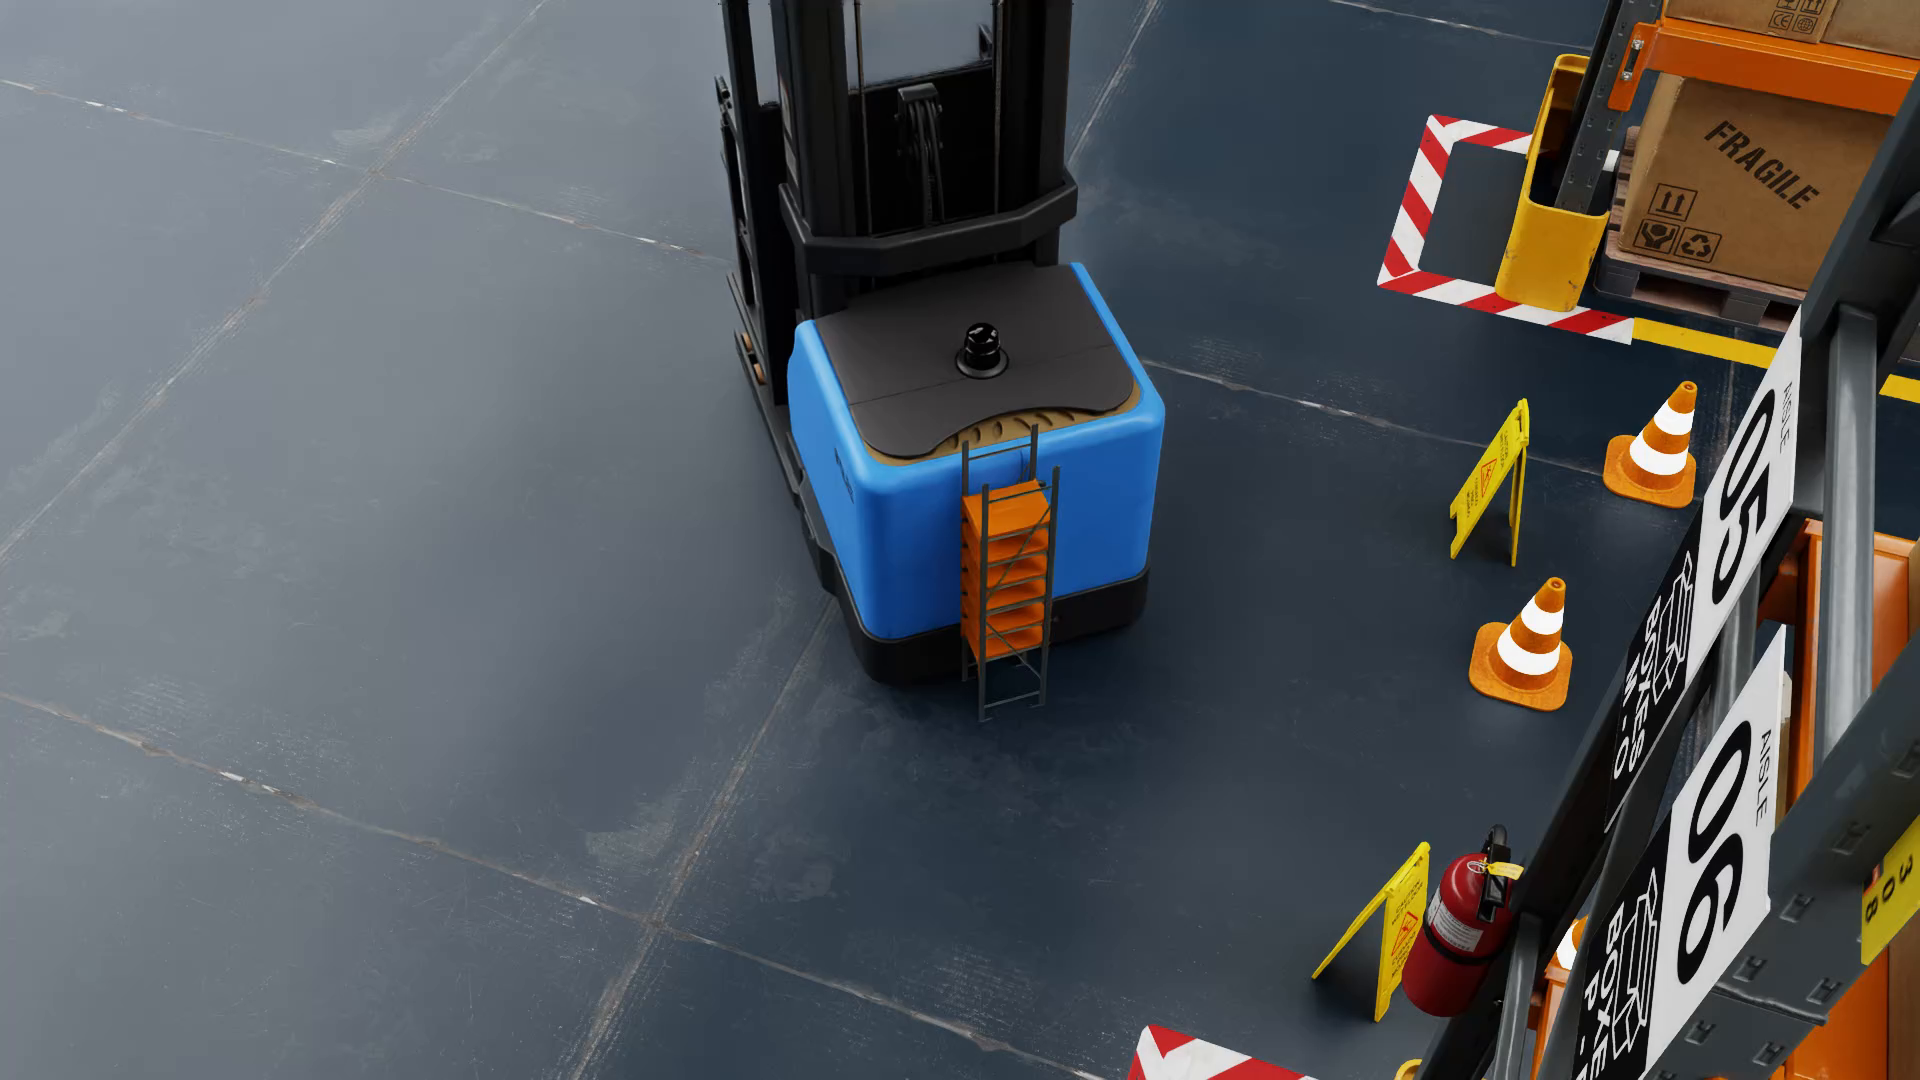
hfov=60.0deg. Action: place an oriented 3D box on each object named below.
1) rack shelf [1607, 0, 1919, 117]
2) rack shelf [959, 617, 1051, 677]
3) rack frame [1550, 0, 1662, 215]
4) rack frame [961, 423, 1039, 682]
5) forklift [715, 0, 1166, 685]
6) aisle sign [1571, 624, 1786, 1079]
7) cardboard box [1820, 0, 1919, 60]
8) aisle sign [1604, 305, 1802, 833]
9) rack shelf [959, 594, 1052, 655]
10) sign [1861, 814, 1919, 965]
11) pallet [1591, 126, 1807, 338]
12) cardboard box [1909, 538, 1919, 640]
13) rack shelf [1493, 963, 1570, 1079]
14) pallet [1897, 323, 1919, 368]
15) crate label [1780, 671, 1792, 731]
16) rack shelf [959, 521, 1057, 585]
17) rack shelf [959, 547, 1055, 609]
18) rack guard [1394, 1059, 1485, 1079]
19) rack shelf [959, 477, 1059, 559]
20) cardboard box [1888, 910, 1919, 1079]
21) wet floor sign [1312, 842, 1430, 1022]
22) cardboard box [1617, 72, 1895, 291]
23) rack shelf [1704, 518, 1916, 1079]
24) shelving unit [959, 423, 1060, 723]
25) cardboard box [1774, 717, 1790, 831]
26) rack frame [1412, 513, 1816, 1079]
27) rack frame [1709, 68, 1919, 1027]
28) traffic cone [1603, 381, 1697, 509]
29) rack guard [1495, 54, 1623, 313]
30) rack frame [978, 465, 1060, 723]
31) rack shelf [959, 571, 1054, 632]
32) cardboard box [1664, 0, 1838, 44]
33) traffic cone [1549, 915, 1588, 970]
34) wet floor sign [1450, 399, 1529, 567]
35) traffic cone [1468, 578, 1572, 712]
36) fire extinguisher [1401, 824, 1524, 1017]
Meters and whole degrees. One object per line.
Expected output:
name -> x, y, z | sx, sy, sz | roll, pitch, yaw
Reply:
rack shelf -> 4.555, -1.632, 6.155 | 4.000, 0.370, 1.077 | 16, 51, 13
rack shelf -> 0.149, 0.326, 5.550 | 0.258, 0.103, 0.180 | -14, 51, -12
rack frame -> 2.678, -2.391, 6.338 | 0.127, 3.000, 1.000 | 16, 51, 13
rack frame -> 0.120, 0.074, 5.392 | 0.240, 1.200, 0.006 | -14, 51, -12
forklift -> -0.283, -1.603, 5.700 | 1.130, 2.935, 3.031 | -14, 51, -12
aisle sign -> 0.892, 0.496, 2.115 | 0.004, 0.787, 0.394 | 16, 51, 13
cardboard box -> 3.566, -2.247, 6.113 | 0.550, 0.550, 0.875 | 16, 51, 13
aisle sign -> 1.100, 0.071, 2.483 | 0.004, 0.787, 0.394 | 16, 51, 13
rack shelf -> 0.149, 0.247, 5.460 | 0.258, 0.103, 0.180 | -14, 51, -12
sign -> 0.870, 0.260, 1.476 | 0.005, 0.325, 0.100 | 16, 51, 13
pallet -> 3.456, -1.324, 7.258 | 1.213, 0.211, 1.003 | 16, 51, 13
cardboard box -> 1.489, 0.139, 2.326 | 0.250, 0.149, 0.380 | 16, 51, 13
rack shelf -> 2.934, 1.903, 3.091 | 4.000, 0.370, 1.077 | 16, 51, 13
pallet -> 4.596, -1.003, 6.980 | 1.213, 0.211, 1.003 | 16, 51, 13
crate label -> 2.733, 0.566, 5.669 | 0.298, 0.136, 0.250 | -7, 49, -6
rack shelf -> 0.149, 0.011, 5.188 | 0.258, 0.103, 0.180 | -14, 51, -12
rack shelf -> 0.149, 0.090, 5.278 | 0.258, 0.103, 0.180 | -14, 51, -12
rack guard -> 1.129, 1.983, 4.201 | 0.348, 0.500, 1.175 | 16, 51, 13
rack shelf -> 0.149, -0.067, 5.097 | 0.258, 0.103, 0.180 | -14, 51, -12
cardboard box -> 1.256, 0.561, 1.960 | 0.250, 0.149, 0.380 | 16, 51, 13
wet floor sign -> 1.250, 1.107, 4.864 | 0.232, 0.644, 0.267 | 33, 57, 25
cardboard box -> 3.337, -1.702, 6.868 | 0.875, 0.875, 0.875 | 16, 51, 13
rack shelf -> 2.934, 0.921, 1.958 | 4.000, 0.370, 1.077 | 16, 51, 13
shelving unit -> 0.149, 0.139, 5.335 | 0.258, 1.200, 0.189 | -14, 51, -12
cardboard box -> 1.613, 0.665, 2.764 | 0.500, 0.500, 0.700 | 14, 51, 12
rack frame -> 1.058, 1.144, 3.274 | 0.127, 3.000, 1.000 | 16, 51, 13
rack frame -> 1.058, -0.821, 1.006 | 0.127, 3.000, 1.000 | 16, 51, 13
traffic cone -> 2.684, -0.415, 6.303 | 0.334, 0.463, 0.336 | 16, 51, 13
rack guard -> 2.656, -1.579, 7.288 | 0.348, 0.500, 1.175 | 16, 51, 13
rack frame -> 0.178, 0.205, 5.278 | 0.240, 1.200, 0.006 | -14, 51, -12
rack shelf -> 0.149, 0.168, 5.369 | 0.258, 0.103, 0.180 | -14, 51, -12
cardboard box -> 3.042, -2.375, 6.225 | 0.550, 0.550, 0.875 | 16, 51, 13
traffic cone -> 1.908, 1.173, 4.927 | 0.334, 0.463, 0.336 | 16, 51, 13
wet floor sign -> 1.965, -0.224, 6.017 | 0.232, 0.644, 0.267 | 8, 50, 7
traffic cone -> 1.974, 0.297, 5.686 | 0.334, 0.463, 0.336 | 16, 51, 13
fire extinguisher -> 1.110, 0.813, 3.612 | 0.183, 0.674, 0.296 | 16, 51, 13
